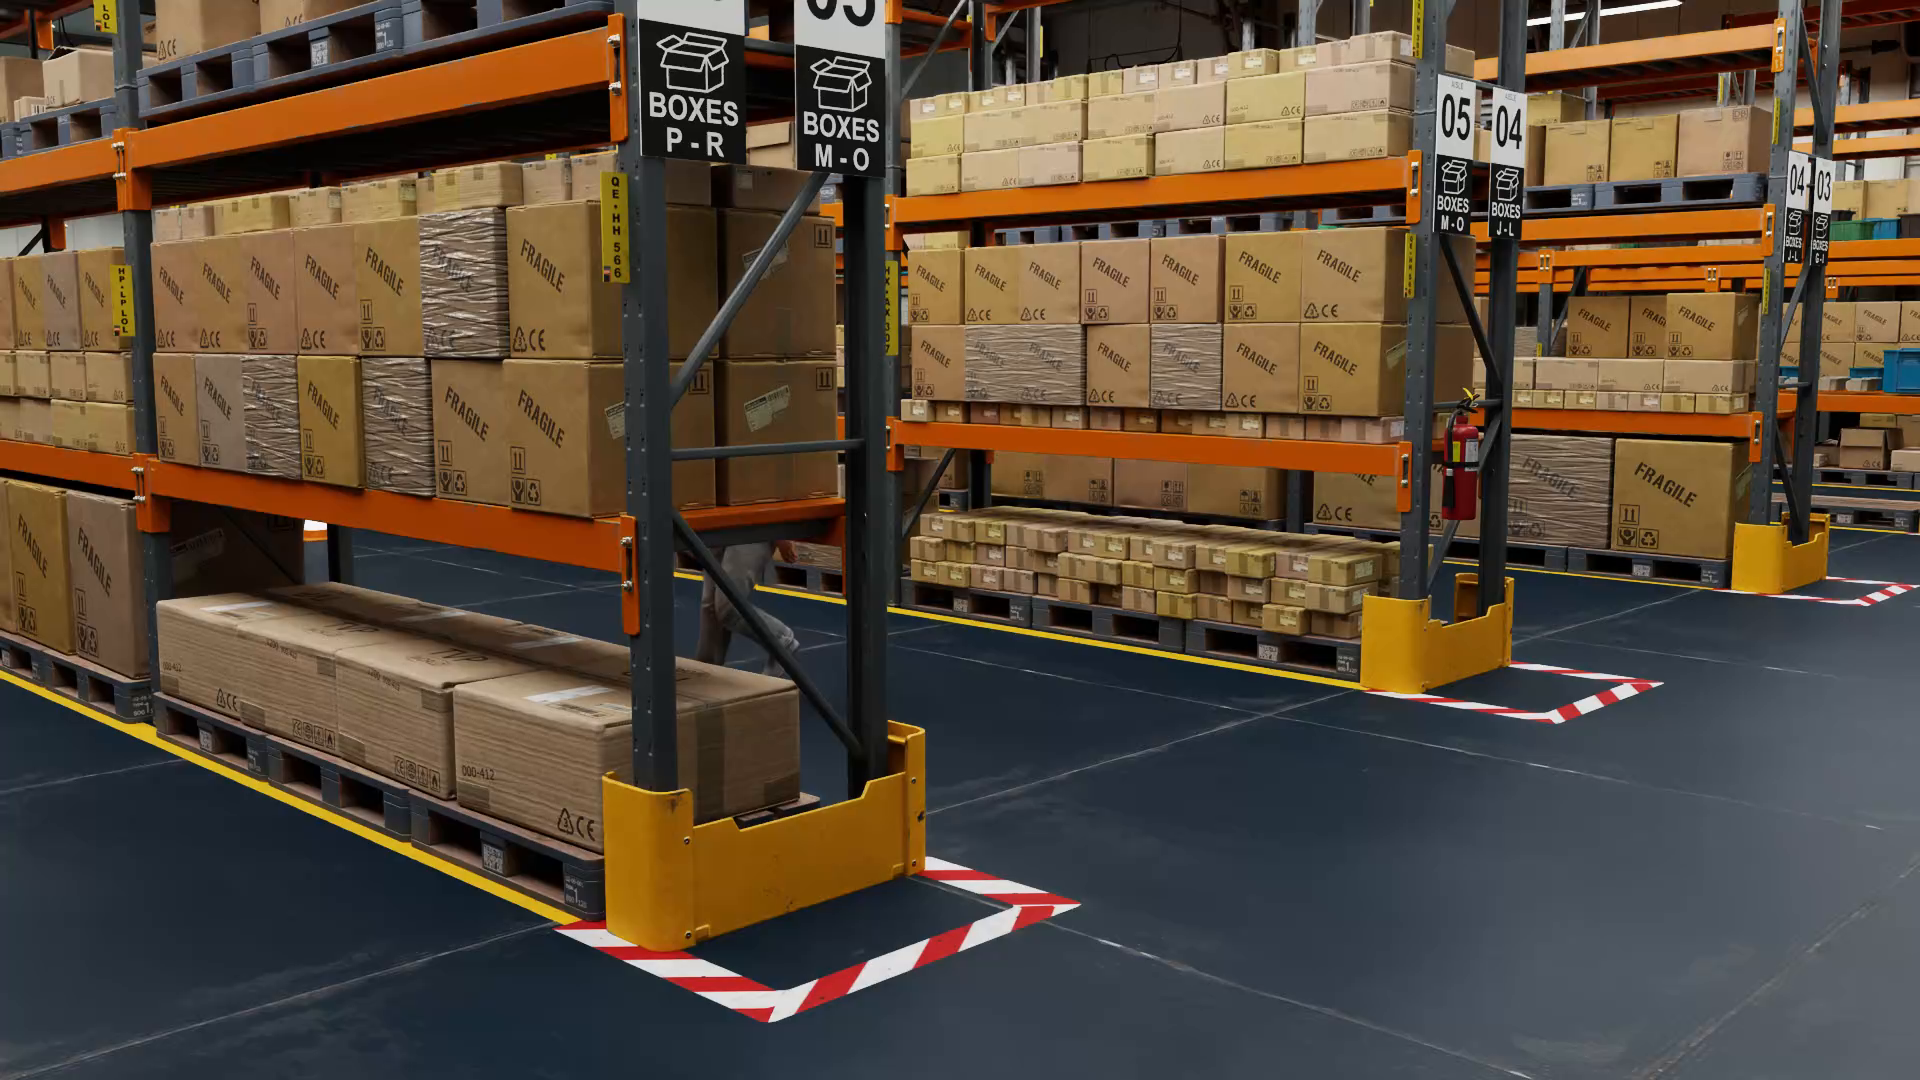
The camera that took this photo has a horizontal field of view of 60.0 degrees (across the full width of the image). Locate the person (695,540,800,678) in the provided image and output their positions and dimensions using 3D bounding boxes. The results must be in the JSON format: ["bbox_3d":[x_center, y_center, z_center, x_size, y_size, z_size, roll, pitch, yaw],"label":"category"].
[{"bbox_3d":[-1.199,-0.040,8.567,0.736,1.728,0.591,-5,9,-36],"label":"person"}]
